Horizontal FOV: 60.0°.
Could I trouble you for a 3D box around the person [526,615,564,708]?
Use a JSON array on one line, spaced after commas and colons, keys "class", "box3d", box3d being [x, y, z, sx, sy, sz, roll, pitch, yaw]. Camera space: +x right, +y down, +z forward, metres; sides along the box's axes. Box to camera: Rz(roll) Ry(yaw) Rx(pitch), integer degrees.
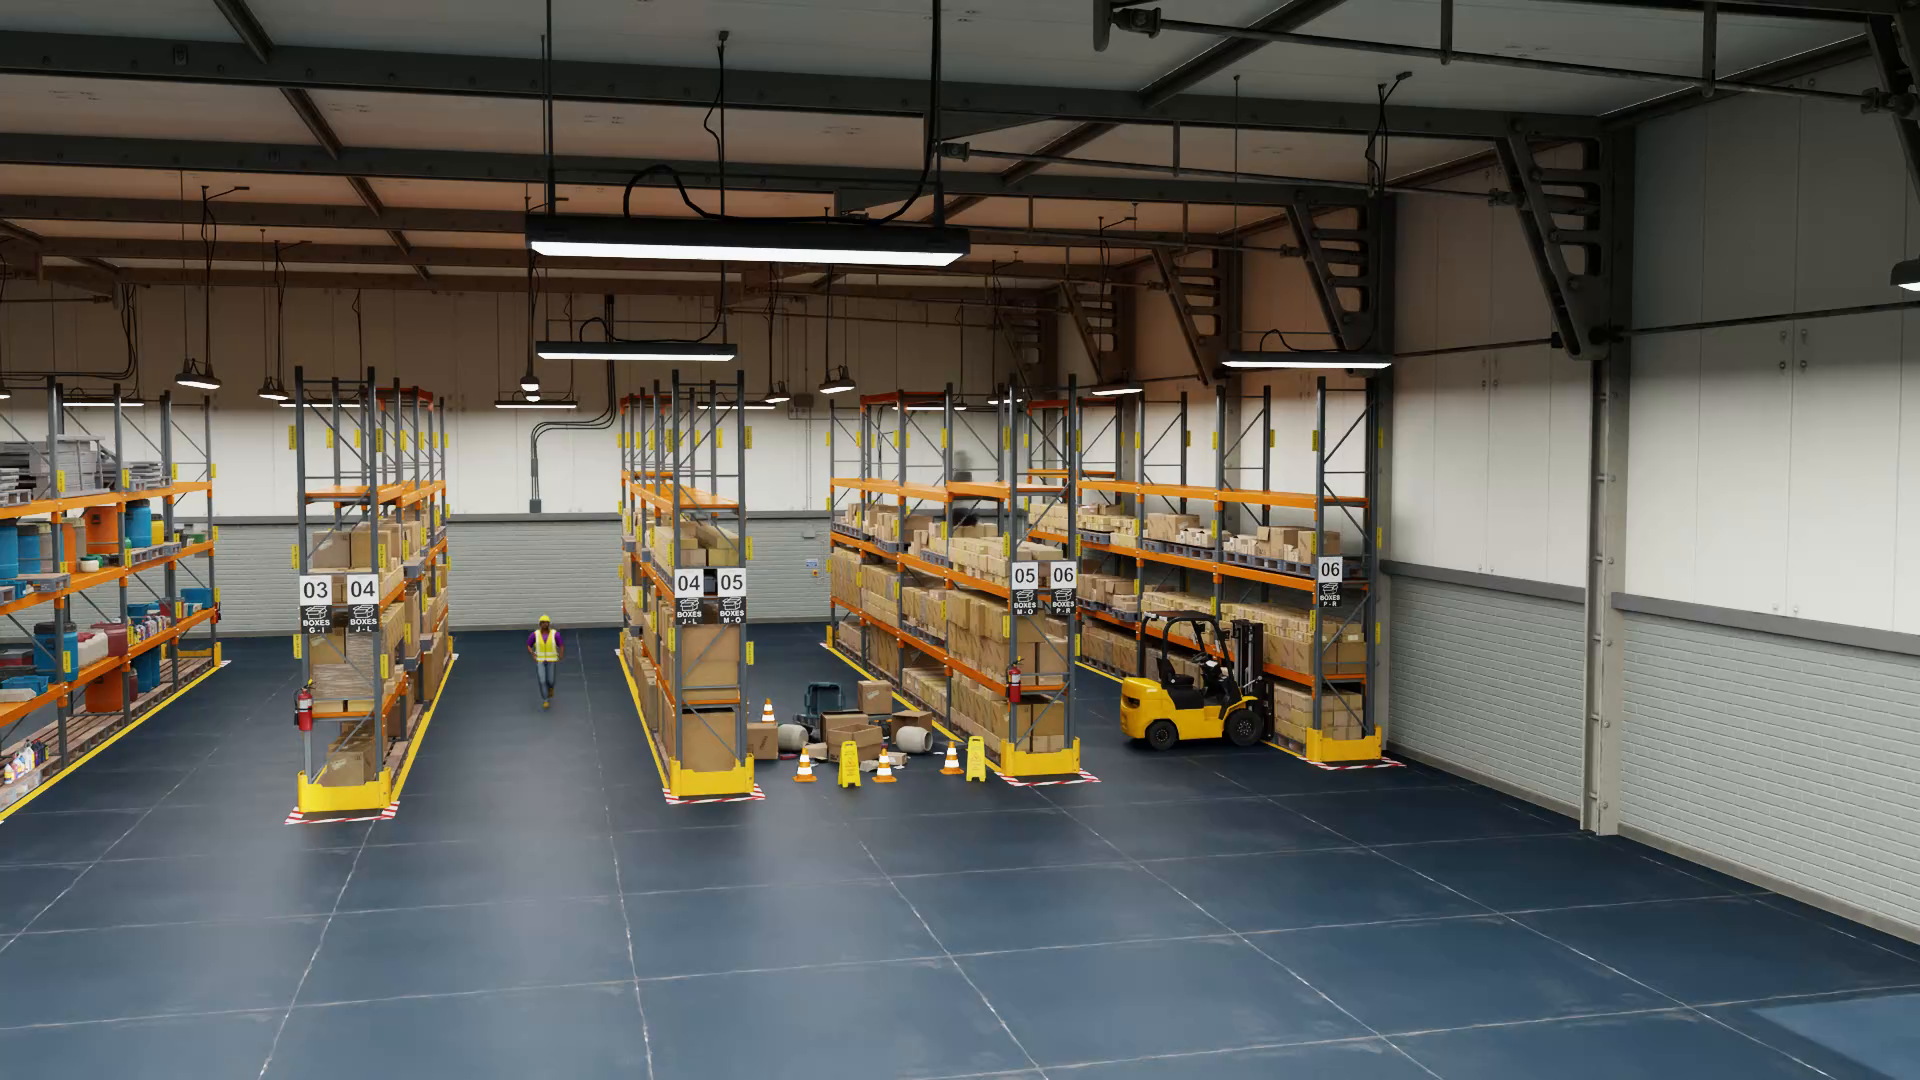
[{"class": "person", "box3d": [-7.822, 2.278, 31.357, 0.702, 1.726, 0.598, -1, 4, -15]}]
